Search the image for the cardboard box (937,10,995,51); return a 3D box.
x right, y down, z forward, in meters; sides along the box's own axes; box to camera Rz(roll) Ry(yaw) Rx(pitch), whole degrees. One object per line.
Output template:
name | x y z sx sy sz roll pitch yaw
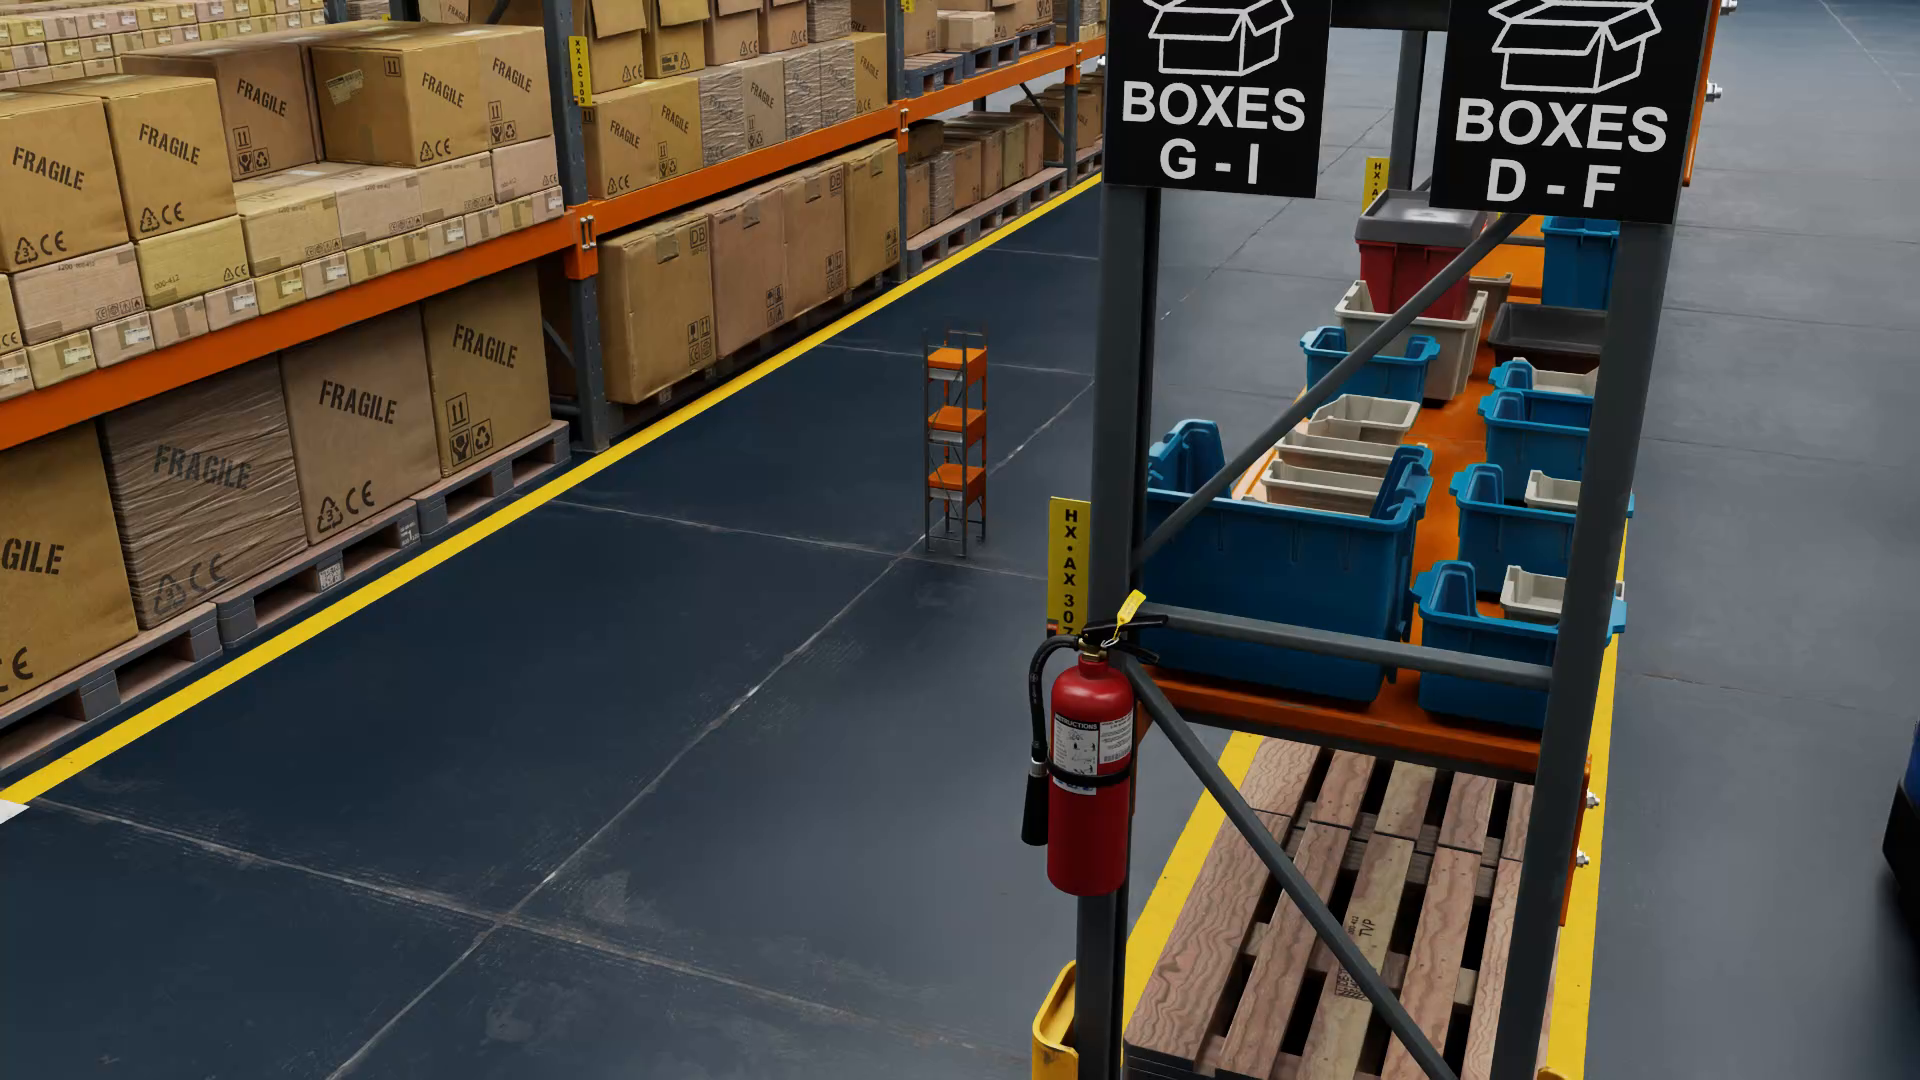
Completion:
cardboard box | -0.042 -4.047 13.196 0.500 0.250 0.500 8 24 19

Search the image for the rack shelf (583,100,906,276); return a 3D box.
rack shelf | -1.621 -2.308 10.317 1.077 0.370 4.000 9 24 20

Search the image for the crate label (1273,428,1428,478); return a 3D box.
crate label | 1.086 -0.212 4.630 0.396 0.136 0.243 9 24 20

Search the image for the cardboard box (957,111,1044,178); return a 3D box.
cardboard box | 0.360 -3.620 15.197 0.700 0.500 0.500 7 24 16

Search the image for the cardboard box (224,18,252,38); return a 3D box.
cardboard box | -5.492 -3.795 12.339 0.380 0.149 0.250 9 24 20

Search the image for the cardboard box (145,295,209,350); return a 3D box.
cardboard box | -3.031 -0.824 6.158 0.380 0.149 0.250 8 24 19

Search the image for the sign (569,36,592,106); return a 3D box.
sign | -1.848 -2.281 8.093 0.100 0.325 0.005 9 24 20

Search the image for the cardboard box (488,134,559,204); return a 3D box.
cardboard box | -2.284 -1.797 7.968 0.500 0.250 0.500 8 24 19

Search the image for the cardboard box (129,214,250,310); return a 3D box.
cardboard box | -3.043 -1.060 6.205 0.500 0.250 0.500 8 24 18

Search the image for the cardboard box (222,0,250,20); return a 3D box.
cardboard box | -5.490 -3.934 12.285 0.380 0.149 0.250 10 24 22

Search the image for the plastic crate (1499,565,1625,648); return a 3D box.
plastic crate | 1.343 0.166 3.724 0.250 0.136 0.298 9 24 20

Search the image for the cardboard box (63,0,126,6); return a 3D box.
cardboard box | -6.283 -3.846 12.075 0.380 0.149 0.250 10 25 22

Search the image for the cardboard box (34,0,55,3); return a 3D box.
cardboard box | -9.297 -5.429 16.637 0.380 0.149 0.250 10 25 22

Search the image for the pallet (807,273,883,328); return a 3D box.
pallet | -1.240 -1.797 11.779 1.003 0.211 1.213 9 24 20

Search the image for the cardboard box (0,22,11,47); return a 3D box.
cardboard box | -6.260 -3.198 10.525 0.380 0.149 0.250 9 24 22

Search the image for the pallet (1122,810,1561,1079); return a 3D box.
pallet | 1.092 1.214 4.571 1.003 0.211 1.213 9 24 20

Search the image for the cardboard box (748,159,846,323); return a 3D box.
cardboard box | -1.492 -2.007 10.875 1.225 0.875 0.875 9 24 20

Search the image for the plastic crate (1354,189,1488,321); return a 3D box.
plastic crate | 1.671 -0.989 6.064 0.402 0.464 0.583 9 24 20

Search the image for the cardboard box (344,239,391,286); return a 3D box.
cardboard box | -2.650 -1.192 7.038 0.380 0.149 0.250 8 24 19

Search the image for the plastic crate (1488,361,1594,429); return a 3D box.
plastic crate | 1.747 -0.354 4.845 0.416 0.233 0.300 9 24 20

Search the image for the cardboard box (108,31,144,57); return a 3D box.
cardboard box | -5.875 -3.431 11.467 0.380 0.149 0.250 8 24 19

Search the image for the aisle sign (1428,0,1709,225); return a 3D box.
aisle sign | 0.998 -0.915 2.675 0.394 0.787 0.004 9 24 20

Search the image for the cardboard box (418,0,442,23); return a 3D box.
cardboard box | -4.842 -4.452 14.387 0.500 0.500 0.500 9 24 20

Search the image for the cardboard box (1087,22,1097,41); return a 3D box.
cardboard box | 1.072 -4.792 15.657 0.380 0.149 0.250 9 24 20

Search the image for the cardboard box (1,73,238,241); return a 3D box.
cardboard box | -3.048 -1.405 6.058 0.500 0.500 0.500 8 24 19

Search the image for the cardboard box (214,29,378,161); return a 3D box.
cardboard box | -2.969 -2.028 7.550 0.500 0.500 0.500 9 24 20

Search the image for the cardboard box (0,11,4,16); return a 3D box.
cardboard box | -6.669 -3.477 11.191 0.380 0.149 0.250 9 24 20

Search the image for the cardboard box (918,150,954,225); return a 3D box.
cardboard box | -0.453 -2.848 13.349 0.700 0.500 0.500 7 24 16

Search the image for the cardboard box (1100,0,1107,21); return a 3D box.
cardboard box | 1.051 -5.296 16.022 0.875 0.500 0.500 9 24 20

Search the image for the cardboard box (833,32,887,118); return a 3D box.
cardboard box | -0.831 -3.190 11.364 0.500 0.500 0.500 10 25 22

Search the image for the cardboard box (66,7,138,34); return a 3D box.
cardboard box | -5.878 -3.561 11.392 0.380 0.149 0.250 10 25 22

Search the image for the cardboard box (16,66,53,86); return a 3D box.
cardboard box | -6.164 -3.012 10.851 0.380 0.149 0.250 9 24 20

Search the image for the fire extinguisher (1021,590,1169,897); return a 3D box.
fire extinguisher | 0.271 0.413 3.453 0.296 0.674 0.183 9 24 20

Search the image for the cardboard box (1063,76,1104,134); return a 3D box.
cardboard box | 1.406 -4.597 17.563 0.500 0.500 0.500 11 25 25

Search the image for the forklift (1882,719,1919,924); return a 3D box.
forklift | 4.280 -0.019 3.993 3.031 2.935 1.130 5 23 12

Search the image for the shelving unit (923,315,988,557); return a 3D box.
shelving unit | -0.020 -0.465 7.502 0.215 1.050 0.252 9 24 20

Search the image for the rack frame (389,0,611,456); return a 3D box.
rack frame | -2.363 -1.924 8.465 1.000 3.000 0.127 9 24 20

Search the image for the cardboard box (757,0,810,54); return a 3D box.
cardboard box | -1.409 -3.372 10.501 0.797 0.503 0.637 9 24 21

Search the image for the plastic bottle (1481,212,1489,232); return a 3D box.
plastic bottle | 2.340 -1.430 7.540 0.097 0.201 0.097 0 23 0

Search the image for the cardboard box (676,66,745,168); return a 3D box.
cardboard box | -1.588 -2.458 9.613 0.500 0.500 0.500 8 24 19

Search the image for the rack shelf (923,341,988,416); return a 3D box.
rack shelf | -0.020 -0.717 7.397 0.215 0.259 0.240 9 24 20

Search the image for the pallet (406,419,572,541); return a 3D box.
pallet | -2.719 -0.376 8.377 1.003 0.211 1.213 9 24 20

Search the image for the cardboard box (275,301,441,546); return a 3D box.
cardboard box | -3.017 -0.591 7.484 0.875 0.875 0.875 9 24 20

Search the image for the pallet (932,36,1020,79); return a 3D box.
pallet | -0.180 -3.981 13.638 1.003 0.211 1.213 9 24 20

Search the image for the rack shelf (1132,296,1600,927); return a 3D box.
rack shelf | 1.492 -0.167 5.192 1.077 0.370 4.000 9 24 20

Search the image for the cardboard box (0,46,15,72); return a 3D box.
cardboard box | -6.263 -3.054 10.564 0.380 0.149 0.250 8 24 19

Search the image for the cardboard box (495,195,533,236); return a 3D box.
cardboard box | -2.268 -1.560 7.918 0.380 0.149 0.250 9 24 21
